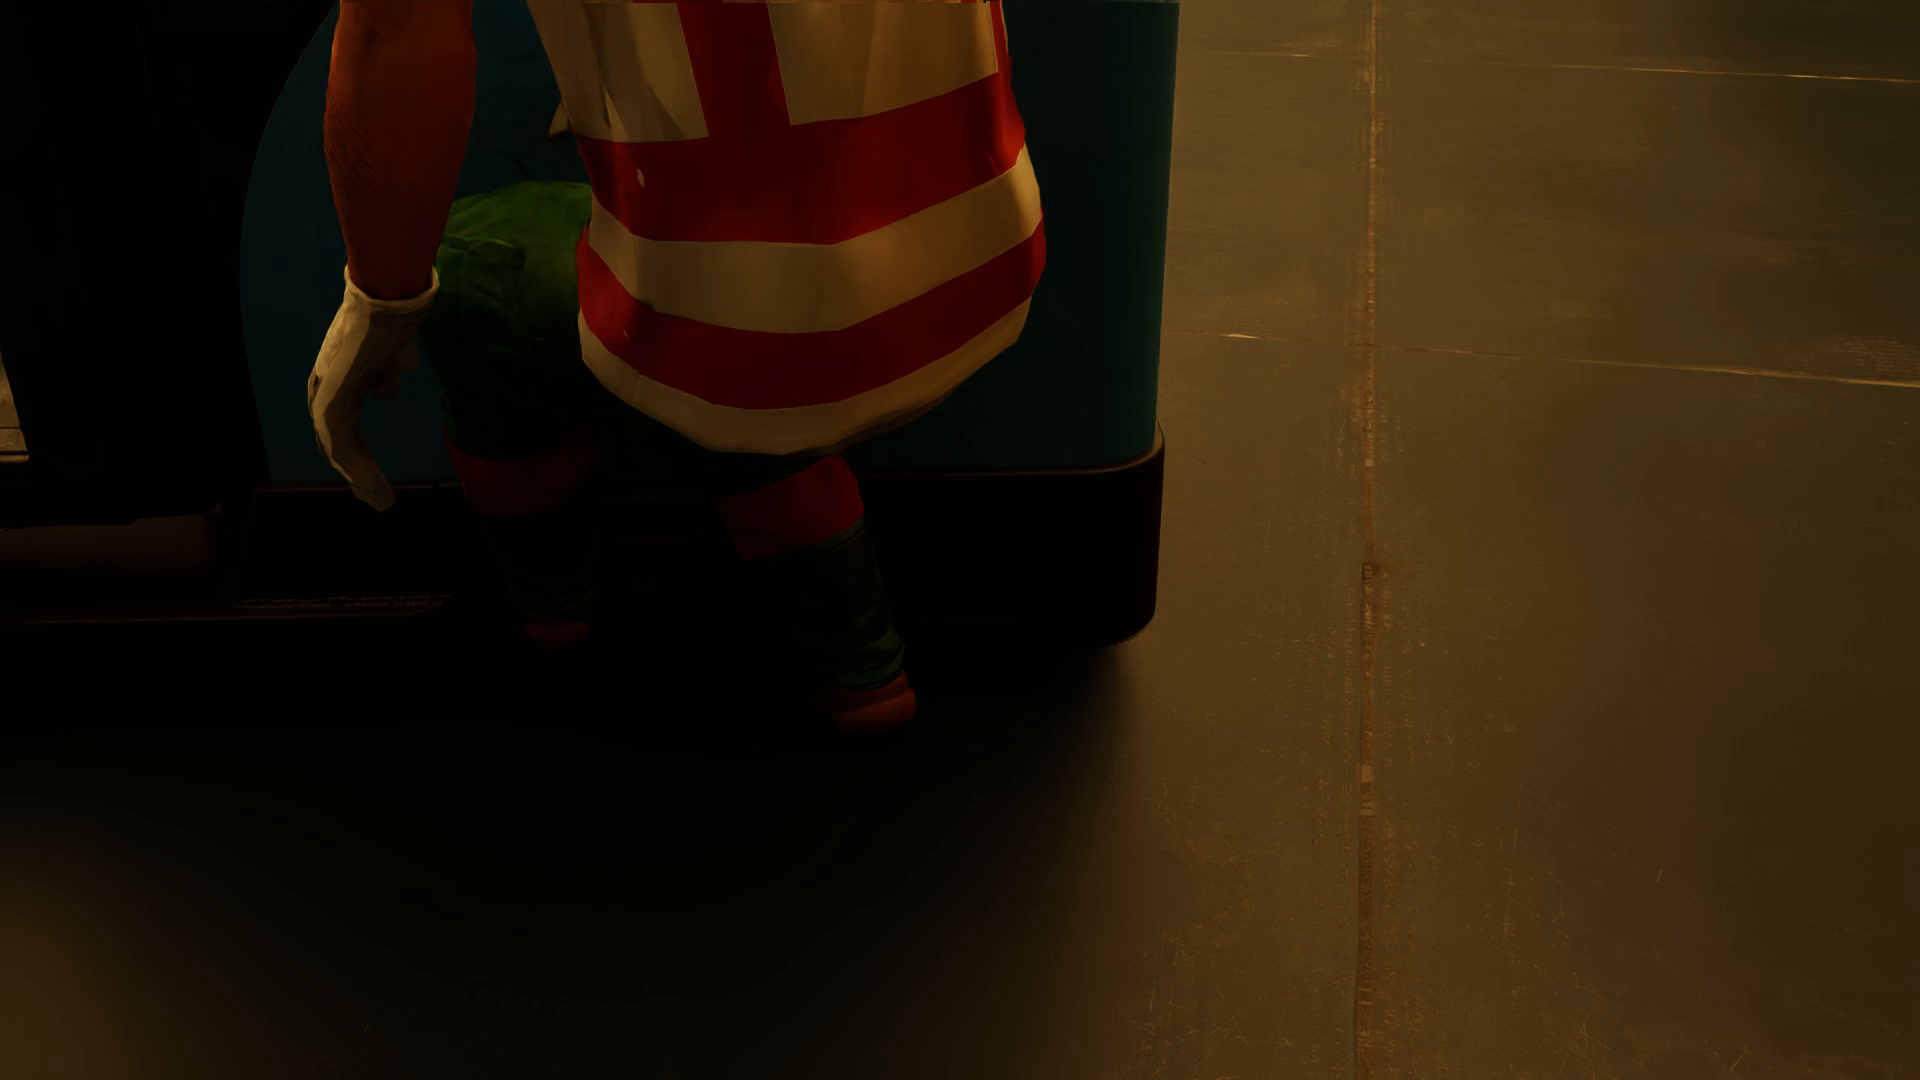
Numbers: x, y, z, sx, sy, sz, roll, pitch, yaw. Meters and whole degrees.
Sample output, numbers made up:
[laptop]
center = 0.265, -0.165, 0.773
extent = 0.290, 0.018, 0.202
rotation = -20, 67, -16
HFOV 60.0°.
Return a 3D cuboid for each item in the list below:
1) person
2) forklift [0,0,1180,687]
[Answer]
[person]
center = -0.340, -0.334, 1.574
extent = 0.935, 1.547, 0.800
rotation = 23, 35, 38
[forklift]
center = -1.279, -1.317, 1.857
extent = 3.031, 2.935, 1.130
rotation = -1, 27, -2
